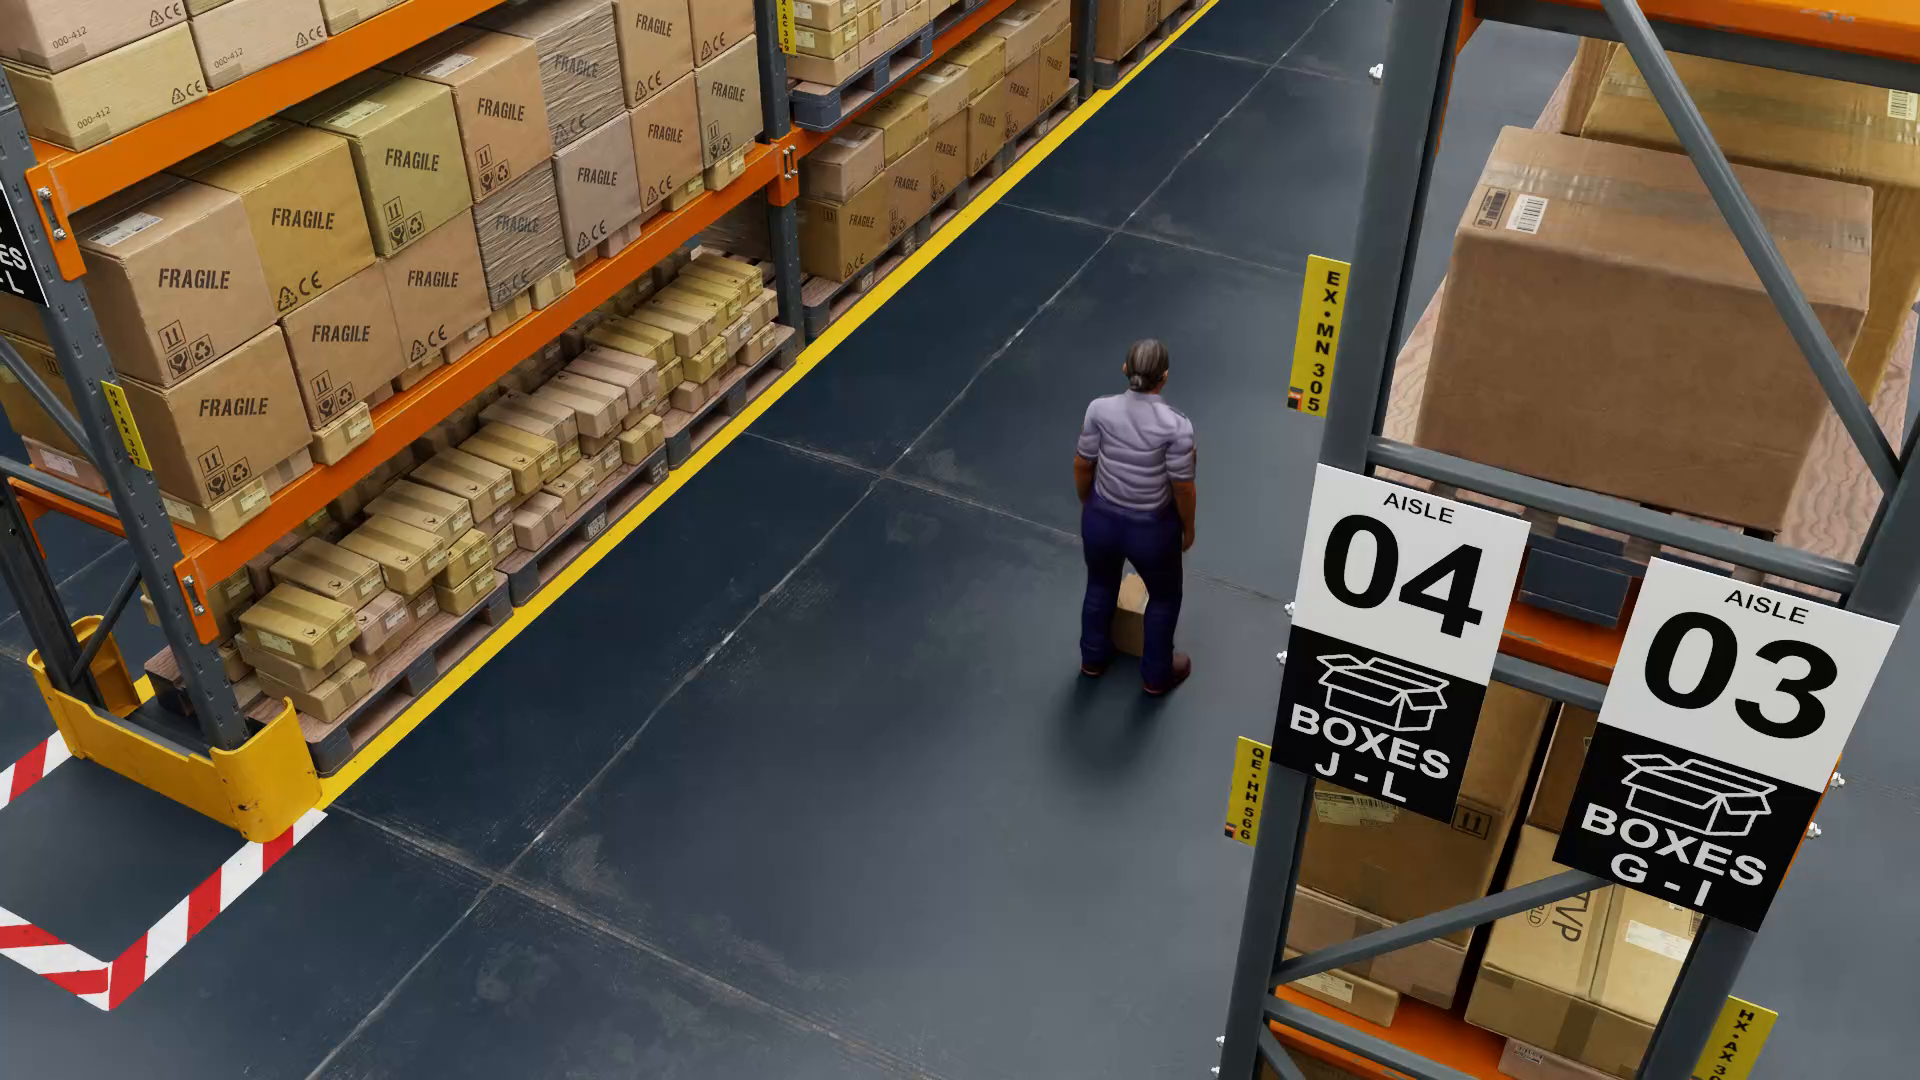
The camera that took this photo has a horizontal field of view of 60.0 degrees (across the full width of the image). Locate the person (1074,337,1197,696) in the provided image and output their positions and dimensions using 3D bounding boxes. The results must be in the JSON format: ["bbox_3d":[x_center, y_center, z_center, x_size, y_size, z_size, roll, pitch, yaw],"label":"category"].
[{"bbox_3d":[0.723,-0.075,6.850,0.546,1.651,0.367,17,41,21],"label":"person"}]
